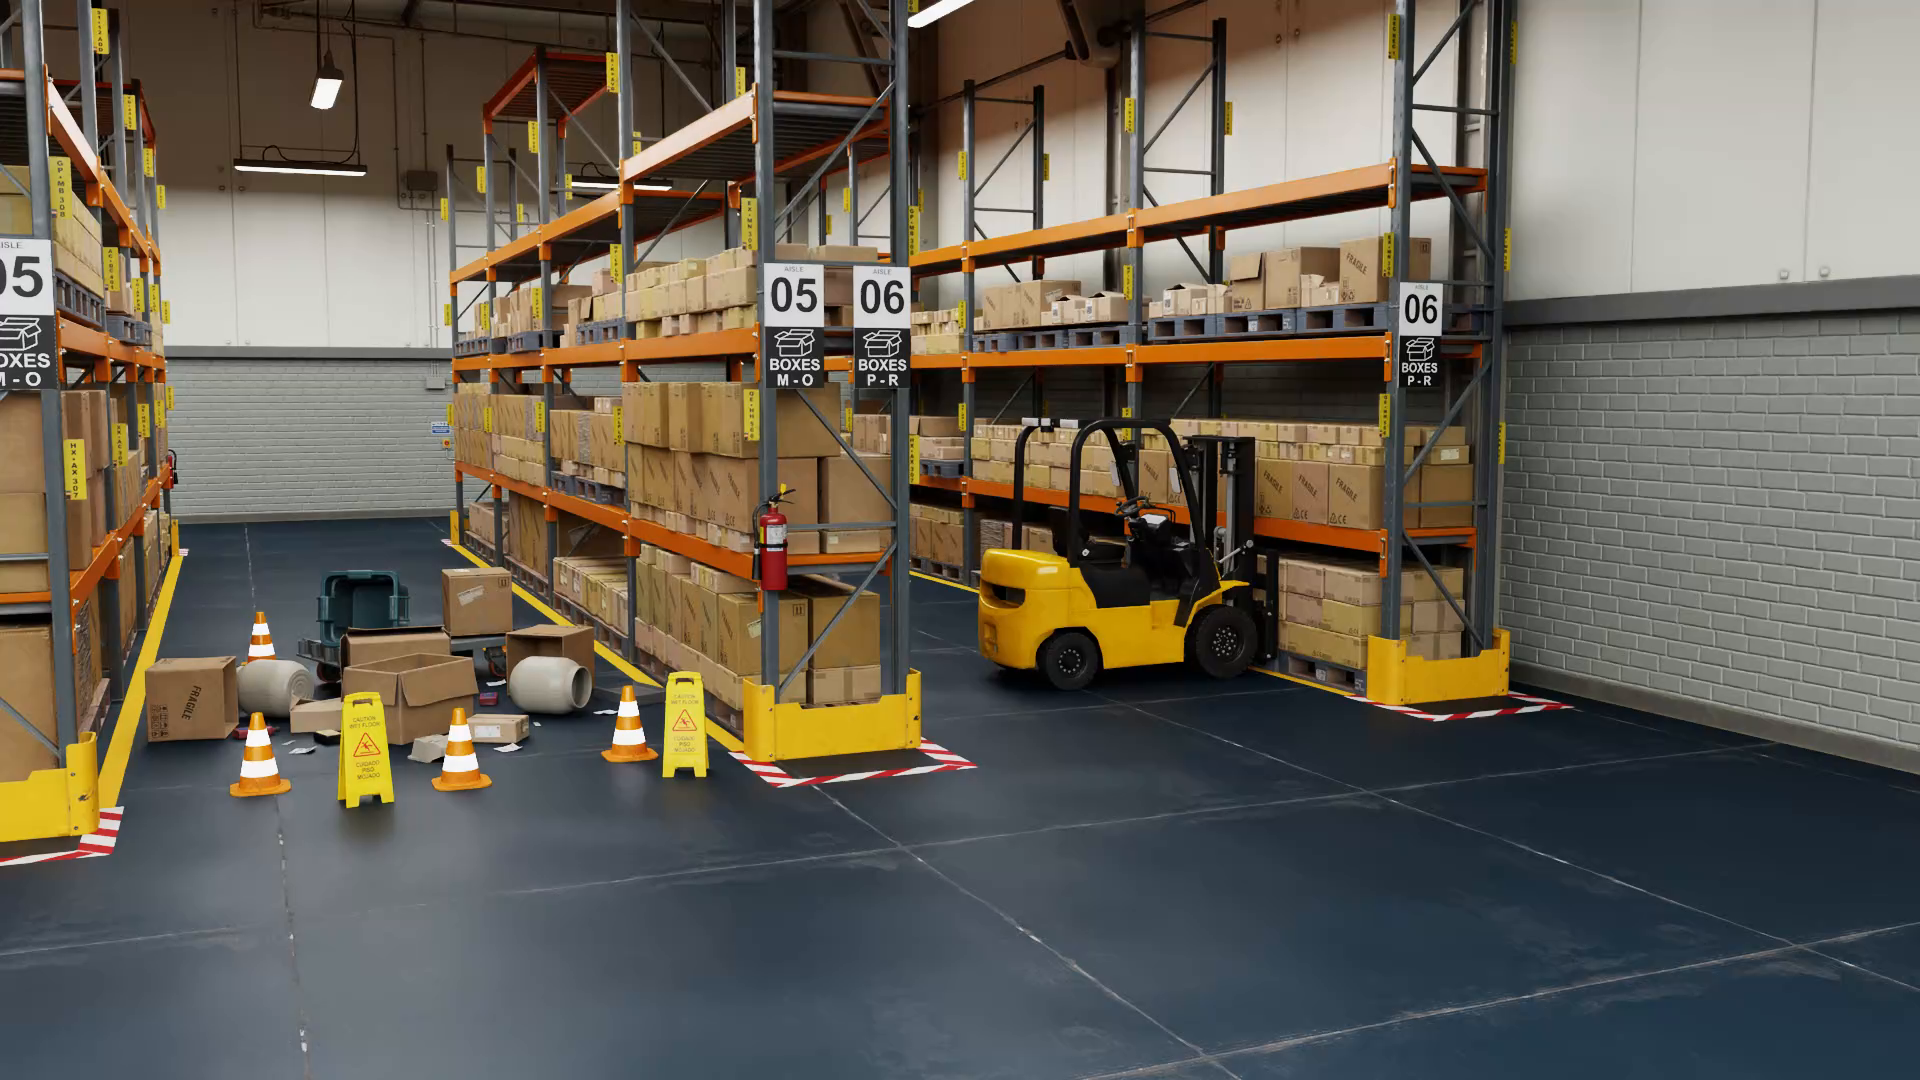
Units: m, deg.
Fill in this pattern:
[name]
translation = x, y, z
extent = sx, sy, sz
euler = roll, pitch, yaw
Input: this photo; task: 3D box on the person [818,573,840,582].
[person]
translation = -1.408, -0.064, 17.255
extent = 0.368, 1.766, 0.562
euler = -2, 6, -23
